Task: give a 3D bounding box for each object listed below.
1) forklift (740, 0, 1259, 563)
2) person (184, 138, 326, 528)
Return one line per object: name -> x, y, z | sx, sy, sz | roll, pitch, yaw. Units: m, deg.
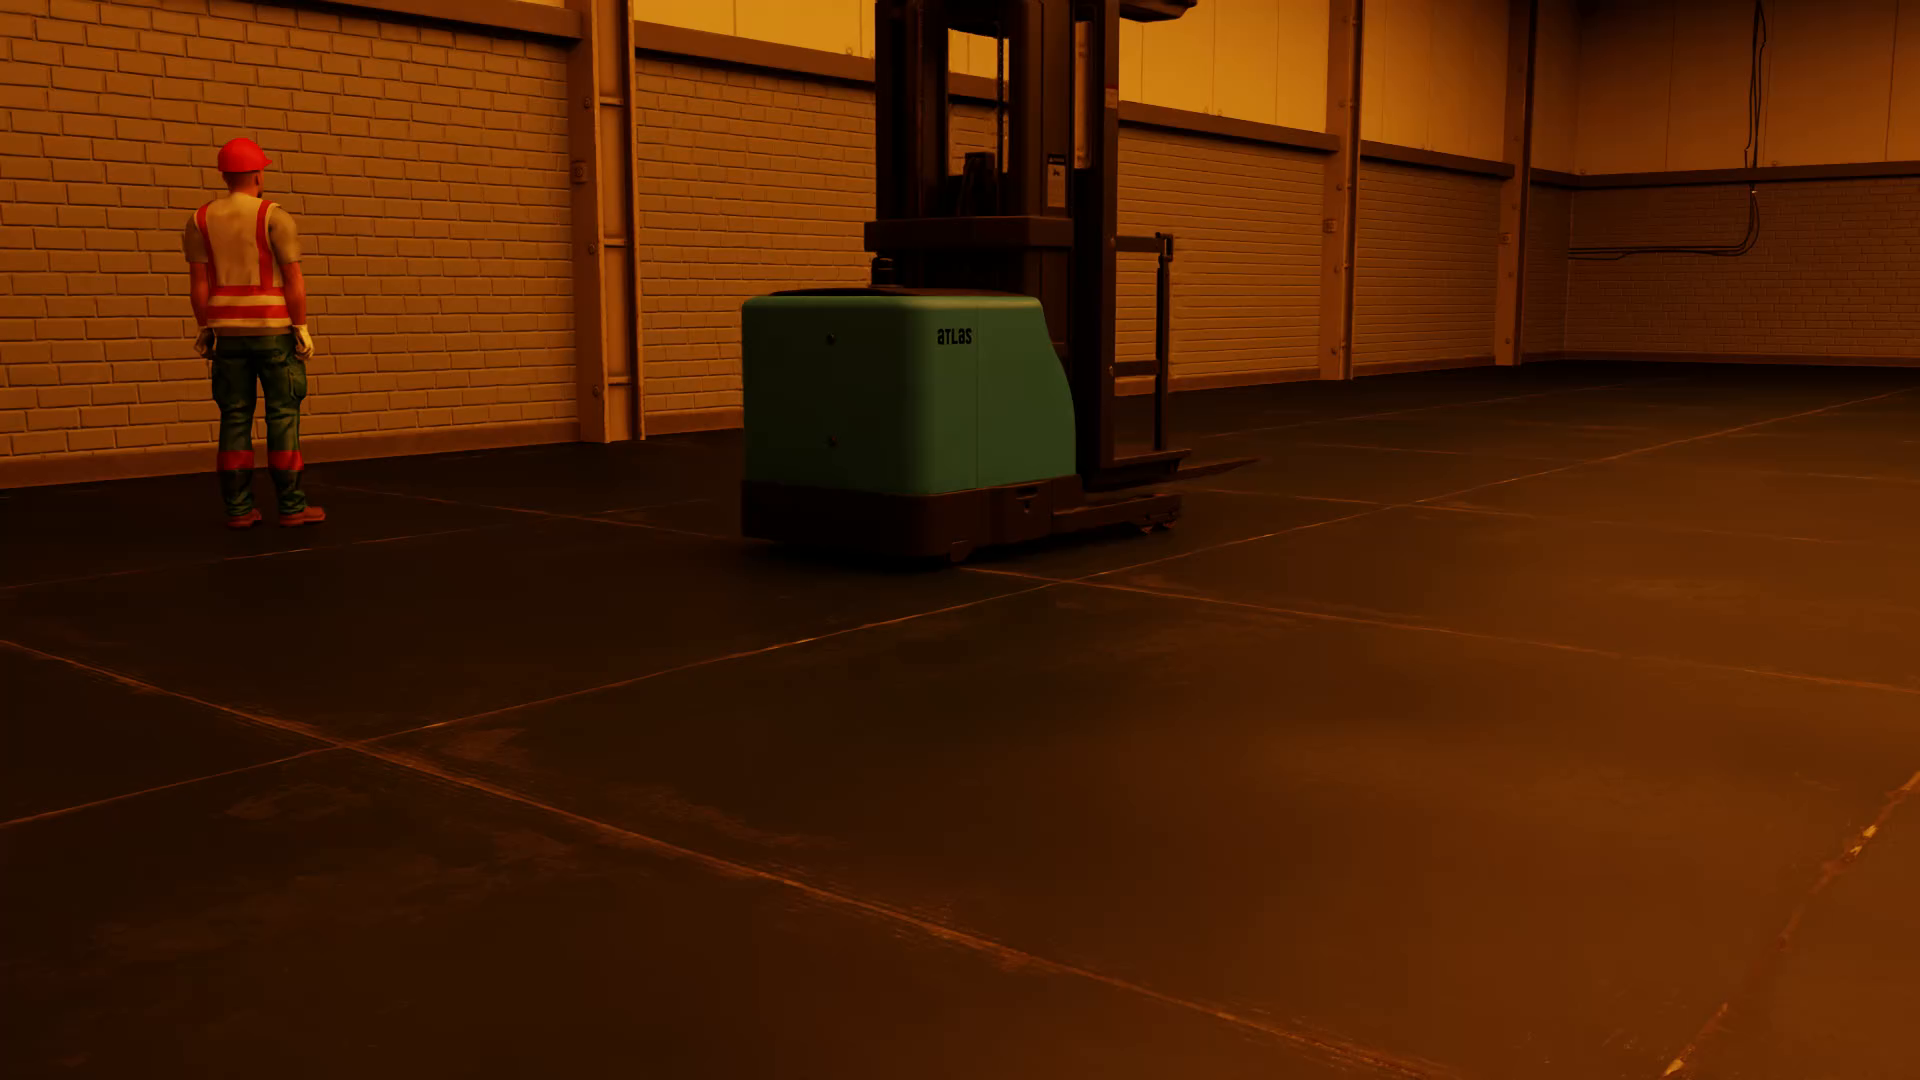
forklift -> 0.385, -1.524, 7.697 | 1.130, 2.935, 3.031 | 7, 11, 38
person -> -3.296, -0.961, 7.784 | 0.546, 1.795, 0.352 | 0, 8, -1
